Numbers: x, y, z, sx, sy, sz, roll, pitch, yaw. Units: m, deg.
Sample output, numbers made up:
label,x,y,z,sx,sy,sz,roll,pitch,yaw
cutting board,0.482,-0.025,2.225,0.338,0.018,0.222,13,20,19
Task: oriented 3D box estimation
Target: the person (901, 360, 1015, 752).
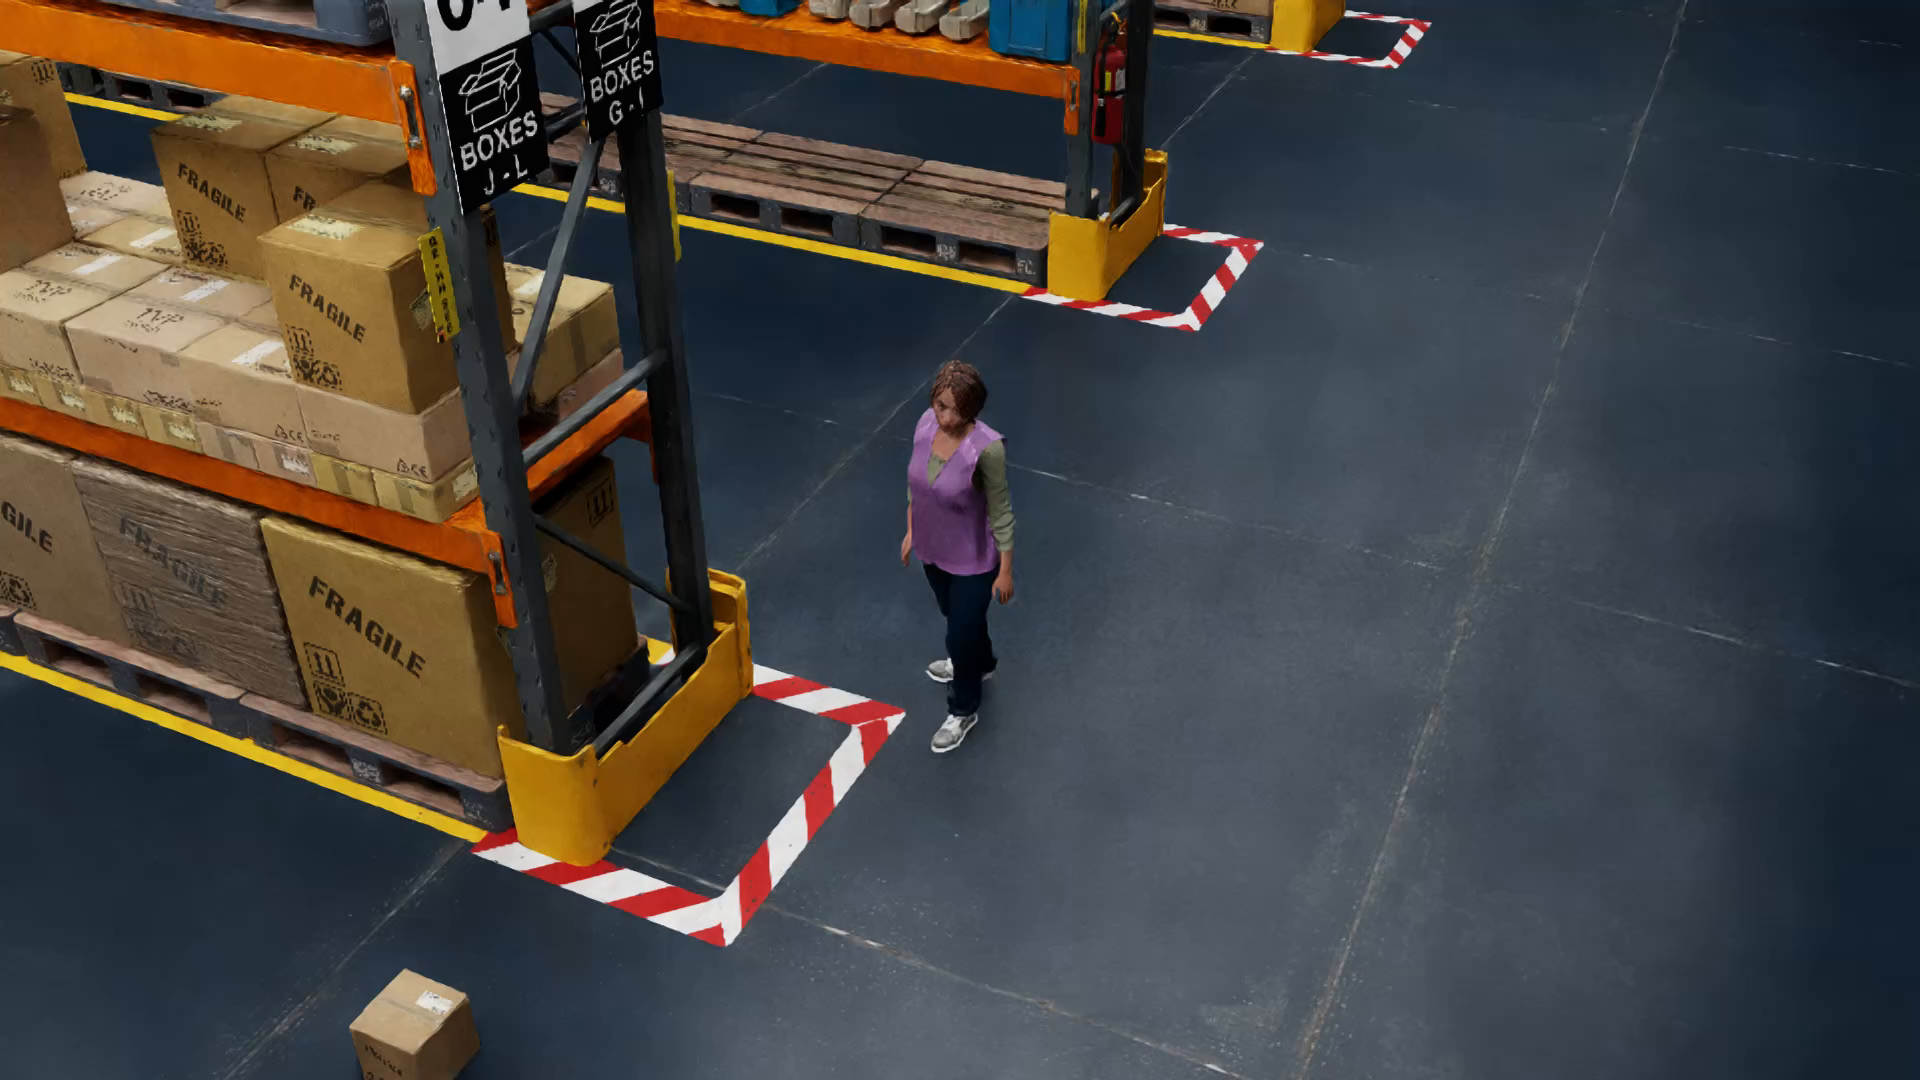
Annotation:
label,x,y,z,sx,sy,sz,roll,pitch,yaw
person,0.003,0.035,6.119,0.523,1.584,0.490,28,43,34
